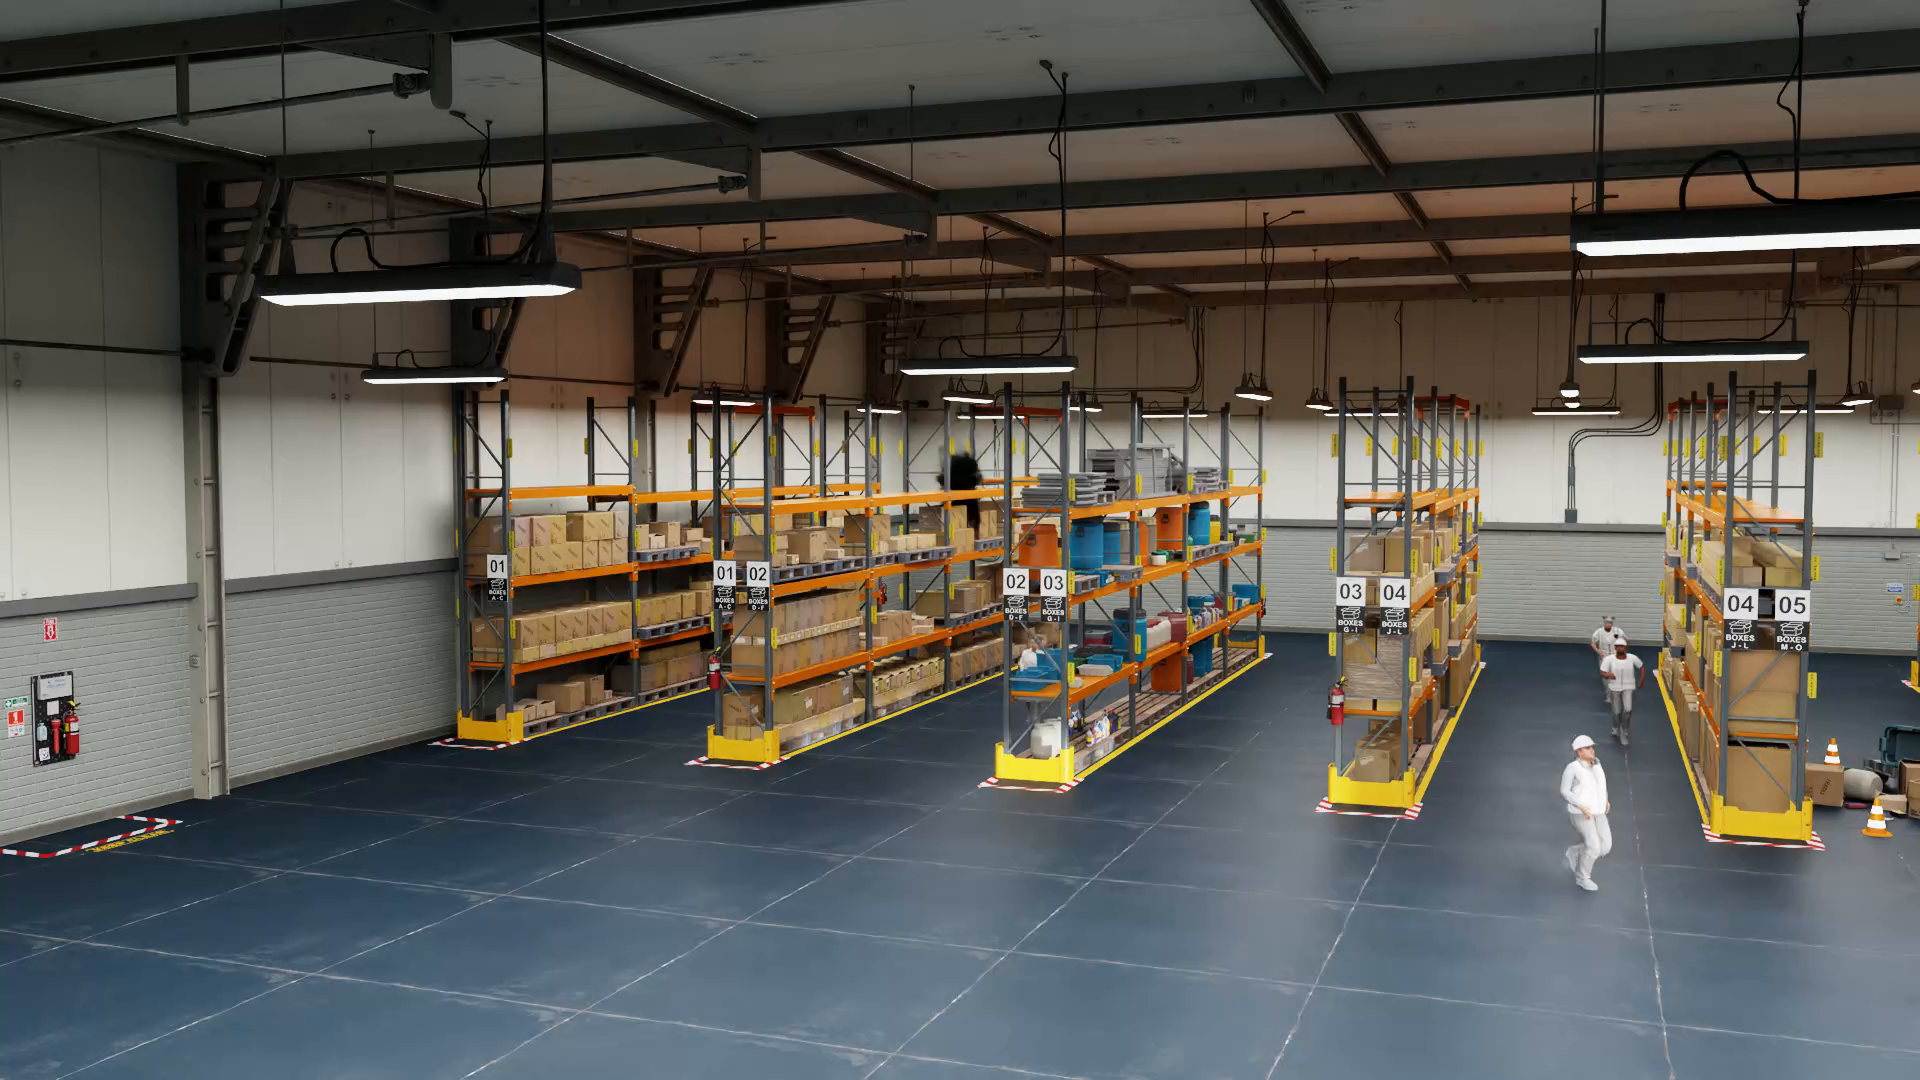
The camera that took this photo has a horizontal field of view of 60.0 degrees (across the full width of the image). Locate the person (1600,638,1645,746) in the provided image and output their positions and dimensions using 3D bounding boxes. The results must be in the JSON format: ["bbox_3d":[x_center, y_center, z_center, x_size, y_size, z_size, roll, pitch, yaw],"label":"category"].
[{"bbox_3d":[11.300,2.579,28.381,0.706,1.803,0.764,1,3,23],"label":"person"}]

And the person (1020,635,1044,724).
[{"bbox_3d":[1.311,2.514,29.889,0.583,1.647,0.700,1,3,14],"label":"person"}]

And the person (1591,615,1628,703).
[{"bbox_3d":[12.889,2.346,33.035,0.687,1.749,0.735,1,3,17],"label":"person"}]

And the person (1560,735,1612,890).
[{"bbox_3d":[7.140,3.095,19.002,0.663,1.739,0.540,-2,4,-29],"label":"person"}]
